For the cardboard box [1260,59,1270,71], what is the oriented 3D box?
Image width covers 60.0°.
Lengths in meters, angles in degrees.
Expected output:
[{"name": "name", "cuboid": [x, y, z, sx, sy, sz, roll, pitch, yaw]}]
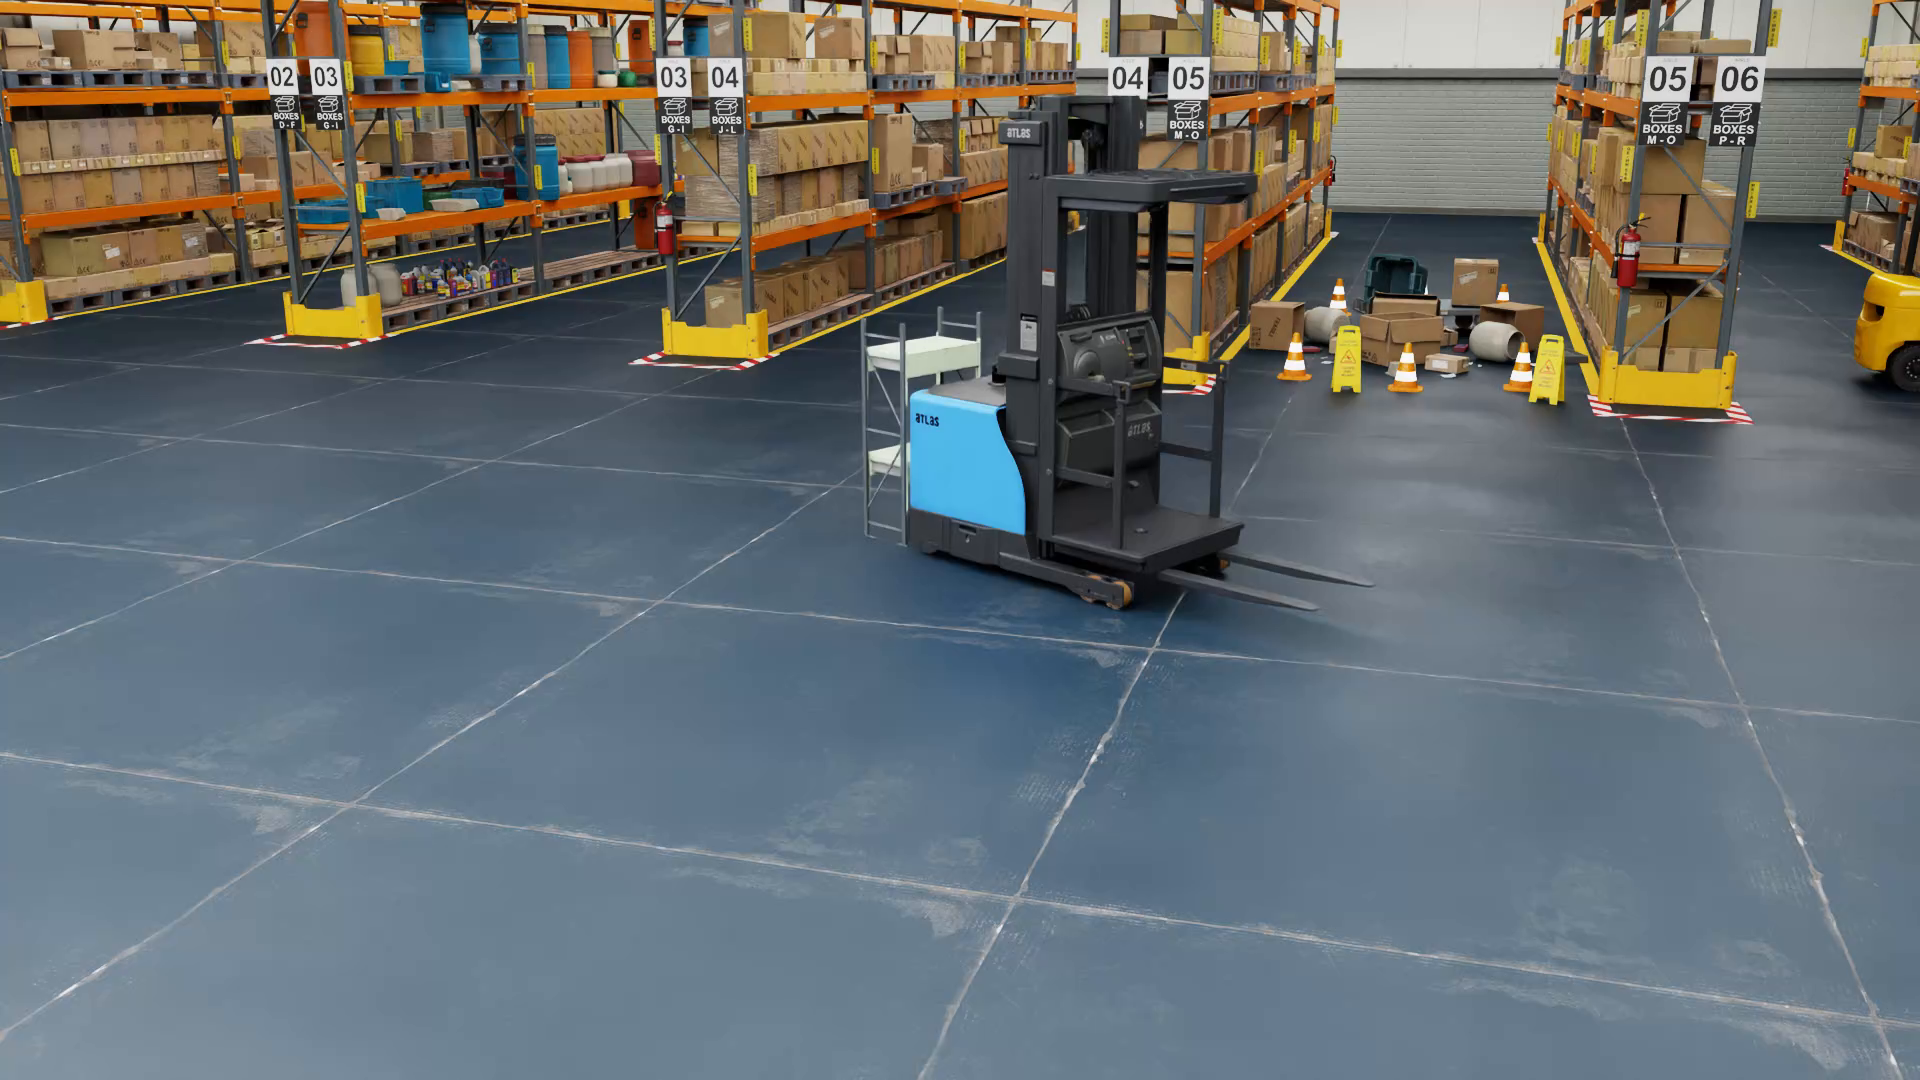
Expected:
[{"name": "cardboard box", "cuboid": [3.747, -6.068, 21.236, 0.380, 0.149, 0.250, 5, 16, 16]}]

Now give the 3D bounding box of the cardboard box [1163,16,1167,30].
[{"name": "cardboard box", "cuboid": [1.950, -5.373, 17.326, 0.380, 0.149, 0.250, 5, 17, 17]}]

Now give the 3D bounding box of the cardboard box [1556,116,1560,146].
[{"name": "cardboard box", "cuboid": [10.455, -6.955, 28.339, 0.500, 0.500, 0.500, 5, 17, 16]}]

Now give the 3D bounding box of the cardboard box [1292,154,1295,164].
[{"name": "cardboard box", "cuboid": [5.003, -5.939, 25.916, 0.380, 0.149, 0.250, 5, 17, 18]}]

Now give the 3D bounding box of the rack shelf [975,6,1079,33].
[{"name": "rack shelf", "cuboid": [1.214, -9.524, 30.468, 1.077, 0.370, 4.000, 5, 16, 16]}]

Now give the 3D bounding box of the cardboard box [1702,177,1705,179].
[{"name": "cardboard box", "cuboid": [7.846, -3.712, 18.192, 0.500, 0.500, 0.500, 5, 17, 18]}]

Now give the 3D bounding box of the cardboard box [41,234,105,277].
[{"name": "cardboard box", "cuboid": [-11.755, -3.777, 22.044, 0.500, 0.500, 0.500, 5, 16, 16]}]

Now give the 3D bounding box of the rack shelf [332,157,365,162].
[{"name": "rack shelf", "cuboid": [-13.033, -7.983, 35.295, 1.077, 0.370, 4.000, 5, 16, 16]}]

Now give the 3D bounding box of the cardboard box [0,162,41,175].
[{"name": "cardboard box", "cuboid": [-11.943, -4.729, 21.133, 0.380, 0.149, 0.250, 5, 16, 15]}]

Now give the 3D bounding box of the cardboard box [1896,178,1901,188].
[{"name": "cardboard box", "cuboid": [14.809, -5.553, 25.870, 0.380, 0.149, 0.250, 5, 17, 17]}]

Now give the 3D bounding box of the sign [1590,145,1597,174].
[{"name": "sign", "cuboid": [7.341, -4.391, 19.191, 0.100, 0.325, 0.005, 5, 16, 16]}]

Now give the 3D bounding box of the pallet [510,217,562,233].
[{"name": "pallet", "cuboid": [-8.655, -6.260, 33.015, 1.003, 0.211, 1.213, 5, 16, 16]}]

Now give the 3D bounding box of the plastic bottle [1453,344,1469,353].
[{"name": "plastic bottle", "cuboid": [5.709, -2.186, 18.924, 0.133, 0.061, 0.283, 8, 18, 25]}]

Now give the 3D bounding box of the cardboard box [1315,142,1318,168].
[{"name": "cardboard box", "cuboid": [5.889, -6.673, 28.632, 0.500, 0.500, 0.500, 5, 16, 16]}]

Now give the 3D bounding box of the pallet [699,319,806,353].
[{"name": "pallet", "cuboid": [-2.478, -2.402, 19.411, 1.003, 0.211, 1.213, 5, 16, 16]}]

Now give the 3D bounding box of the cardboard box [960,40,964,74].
[{"name": "cardboard box", "cuboid": [-0.387, -7.467, 25.701, 0.797, 0.503, 0.637, 6, 17, 19]}]

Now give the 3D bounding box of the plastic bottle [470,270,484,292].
[{"name": "plastic bottle", "cuboid": [-6.479, -3.478, 22.279, 0.152, 0.276, 0.135, 5, 17, 17]}]

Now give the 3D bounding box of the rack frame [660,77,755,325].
[{"name": "rack frame", "cuboid": [-2.764, -3.514, 18.221, 1.000, 3.000, 0.127, 5, 16, 16]}]

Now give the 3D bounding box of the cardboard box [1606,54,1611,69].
[{"name": "cardboard box", "cuboid": [8.604, -5.930, 21.052, 0.797, 0.503, 0.637, 5, 16, 16]}]

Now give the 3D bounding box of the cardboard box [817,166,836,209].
[{"name": "cardboard box", "cuboid": [-2.036, -4.372, 20.517, 0.875, 0.500, 0.500, 5, 16, 16]}]

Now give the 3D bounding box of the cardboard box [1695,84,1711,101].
[{"name": "cardboard box", "cuboid": [7.131, -4.205, 15.620, 0.380, 0.149, 0.250, 4, 16, 14]}]

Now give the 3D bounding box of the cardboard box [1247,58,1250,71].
[{"name": "cardboard box", "cuboid": [3.086, -5.401, 18.884, 0.380, 0.149, 0.250, 5, 16, 16]}]

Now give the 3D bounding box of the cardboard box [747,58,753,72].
[{"name": "cardboard box", "cuboid": [-2.464, -5.131, 17.968, 0.380, 0.149, 0.250, 5, 16, 15]}]

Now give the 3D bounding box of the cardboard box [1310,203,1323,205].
[{"name": "cardboard box", "cuboid": [6.602, -6.247, 31.222, 0.380, 0.149, 0.250, 5, 17, 17]}]

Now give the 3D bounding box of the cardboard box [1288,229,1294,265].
[{"name": "cardboard box", "cuboid": [4.821, -4.492, 25.482, 0.500, 0.500, 0.500, 5, 17, 17]}]

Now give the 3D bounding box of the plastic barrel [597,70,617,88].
[{"name": "plastic barrel", "cuboid": [-5.377, -7.017, 25.327, 0.301, 0.262, 0.301, 0, 16, 0]}]

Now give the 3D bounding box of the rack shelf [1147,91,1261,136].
[{"name": "rack shelf", "cuboid": [2.531, -4.723, 18.305, 1.077, 0.370, 4.000, 5, 16, 16]}]

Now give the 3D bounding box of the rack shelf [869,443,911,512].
[{"name": "rack shelf", "cuboid": [-0.254, -0.473, 11.442, 0.431, 0.370, 0.720, 14, 21, 41]}]

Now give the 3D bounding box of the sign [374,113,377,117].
[{"name": "sign", "cuboid": [-12.995, -9.351, 37.070, 0.100, 0.325, 0.005, 5, 16, 16]}]

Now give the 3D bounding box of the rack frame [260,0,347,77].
[{"name": "rack frame", "cuboid": [-7.513, -6.784, 18.756, 1.000, 3.000, 0.127, 5, 16, 16]}]

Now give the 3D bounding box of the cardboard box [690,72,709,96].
[{"name": "cardboard box", "cuboid": [-2.871, -5.031, 18.346, 0.500, 0.250, 0.500, 5, 17, 17]}]

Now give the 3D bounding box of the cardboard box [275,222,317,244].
[{"name": "cardboard box", "cuboid": [-10.475, -4.833, 26.114, 0.500, 0.311, 0.500, 4, 16, 14]}]

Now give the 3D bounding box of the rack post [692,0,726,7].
[{"name": "rack post", "cuboid": [-4.556, -9.144, 27.991, 0.937, 0.300, 0.954, 7, 17, 22]}]

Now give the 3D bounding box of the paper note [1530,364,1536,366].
[{"name": "paper note", "cuboid": [6.192, -1.905, 17.989, 0.142, 0.019, 0.148, -1, 16, -3]}]

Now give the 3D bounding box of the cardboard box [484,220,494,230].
[{"name": "cardboard box", "cuboid": [-9.008, -6.020, 30.832, 0.500, 0.500, 0.500, 5, 17, 17]}]

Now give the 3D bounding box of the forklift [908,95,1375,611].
[{"name": "forklift", "cuboid": [1.076, -1.159, 10.045, 3.031, 2.935, 1.130, 14, 21, 41]}]

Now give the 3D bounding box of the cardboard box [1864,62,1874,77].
[{"name": "cardboard box", "cuboid": [15.656, -7.966, 28.152, 0.500, 0.250, 0.500, 4, 16, 15]}]

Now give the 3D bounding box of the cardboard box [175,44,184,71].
[{"name": "cardboard box", "cuboid": [-14.555, -8.736, 30.145, 0.700, 0.500, 0.500, 4, 16, 13]}]

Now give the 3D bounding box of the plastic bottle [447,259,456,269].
[{"name": "plastic bottle", "cuboid": [-7.004, -3.703, 22.935, 0.144, 0.351, 0.185, 5, 17, 17]}]

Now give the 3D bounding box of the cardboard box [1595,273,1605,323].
[{"name": "cardboard box", "cuboid": [7.157, -2.622, 17.971, 0.500, 0.500, 0.500, 6, 17, 19]}]

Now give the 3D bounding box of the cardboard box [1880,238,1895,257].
[{"name": "cardboard box", "cuboid": [14.885, -4.649, 26.465, 0.396, 0.266, 0.258, 5, 17, 18]}]

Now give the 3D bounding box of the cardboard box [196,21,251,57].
[{"name": "cardboard box", "cuboid": [-10.911, -7.421, 24.632, 0.500, 0.500, 0.500, 5, 17, 17]}]

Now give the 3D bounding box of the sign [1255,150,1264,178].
[{"name": "sign", "cuboid": [3.632, -4.561, 20.182, 0.100, 0.325, 0.005, 5, 16, 16]}]

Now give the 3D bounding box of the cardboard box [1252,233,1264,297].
[{"name": "cardboard box", "cuboid": [3.467, -3.690, 22.196, 1.050, 0.750, 0.750, 5, 16, 16]}]

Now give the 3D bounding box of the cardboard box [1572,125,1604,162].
[{"name": "cardboard box", "cuboid": [9.045, -5.658, 23.764, 0.500, 0.500, 0.500, 5, 17, 17]}]

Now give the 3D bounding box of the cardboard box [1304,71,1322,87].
[{"name": "cardboard box", "cuboid": [5.757, -7.714, 27.806, 0.500, 0.250, 0.500, 5, 17, 19]}]

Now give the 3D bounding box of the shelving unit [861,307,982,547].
[{"name": "shelving unit", "cuboid": [-0.254, -0.786, 11.354, 0.431, 1.500, 0.755, 14, 21, 41]}]

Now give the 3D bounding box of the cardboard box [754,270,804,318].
[{"name": "cardboard box", "cuboid": [-2.238, -2.997, 20.209, 0.500, 0.500, 0.500, 6, 17, 21]}]

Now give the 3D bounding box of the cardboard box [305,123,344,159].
[{"name": "cardboard box", "cuboid": [-13.219, -8.281, 34.479, 0.980, 0.700, 0.700, 4, 16, 14]}]

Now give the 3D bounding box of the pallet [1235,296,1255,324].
[{"name": "pallet", "cuboid": [3.246, -3.015, 21.574, 1.003, 0.211, 1.213, 5, 16, 16]}]

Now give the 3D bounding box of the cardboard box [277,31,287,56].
[{"name": "cardboard box", "cuboid": [-13.627, -9.988, 33.498, 0.500, 0.500, 0.500, 4, 16, 15]}]

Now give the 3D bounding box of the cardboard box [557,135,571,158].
[{"name": "cardboard box", "cuboid": [-8.158, -7.848, 33.317, 0.500, 0.500, 0.500, 5, 16, 16]}]

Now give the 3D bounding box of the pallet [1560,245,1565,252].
[{"name": "pallet", "cuboid": [10.438, -4.736, 27.640, 1.003, 0.211, 1.213, 5, 16, 16]}]

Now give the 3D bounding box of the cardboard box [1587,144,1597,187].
[{"name": "cardboard box", "cuboid": [8.225, -4.725, 20.994, 0.500, 0.500, 0.500, 4, 16, 14]}]

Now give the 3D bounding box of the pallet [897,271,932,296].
[{"name": "pallet", "cuboid": [-1.063, -3.743, 24.138, 1.003, 0.211, 1.213, 5, 16, 16]}]

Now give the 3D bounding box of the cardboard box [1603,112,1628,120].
[{"name": "cardboard box", "cuboid": [10.486, -6.788, 26.561, 0.380, 0.149, 0.250, 4, 16, 15]}]
